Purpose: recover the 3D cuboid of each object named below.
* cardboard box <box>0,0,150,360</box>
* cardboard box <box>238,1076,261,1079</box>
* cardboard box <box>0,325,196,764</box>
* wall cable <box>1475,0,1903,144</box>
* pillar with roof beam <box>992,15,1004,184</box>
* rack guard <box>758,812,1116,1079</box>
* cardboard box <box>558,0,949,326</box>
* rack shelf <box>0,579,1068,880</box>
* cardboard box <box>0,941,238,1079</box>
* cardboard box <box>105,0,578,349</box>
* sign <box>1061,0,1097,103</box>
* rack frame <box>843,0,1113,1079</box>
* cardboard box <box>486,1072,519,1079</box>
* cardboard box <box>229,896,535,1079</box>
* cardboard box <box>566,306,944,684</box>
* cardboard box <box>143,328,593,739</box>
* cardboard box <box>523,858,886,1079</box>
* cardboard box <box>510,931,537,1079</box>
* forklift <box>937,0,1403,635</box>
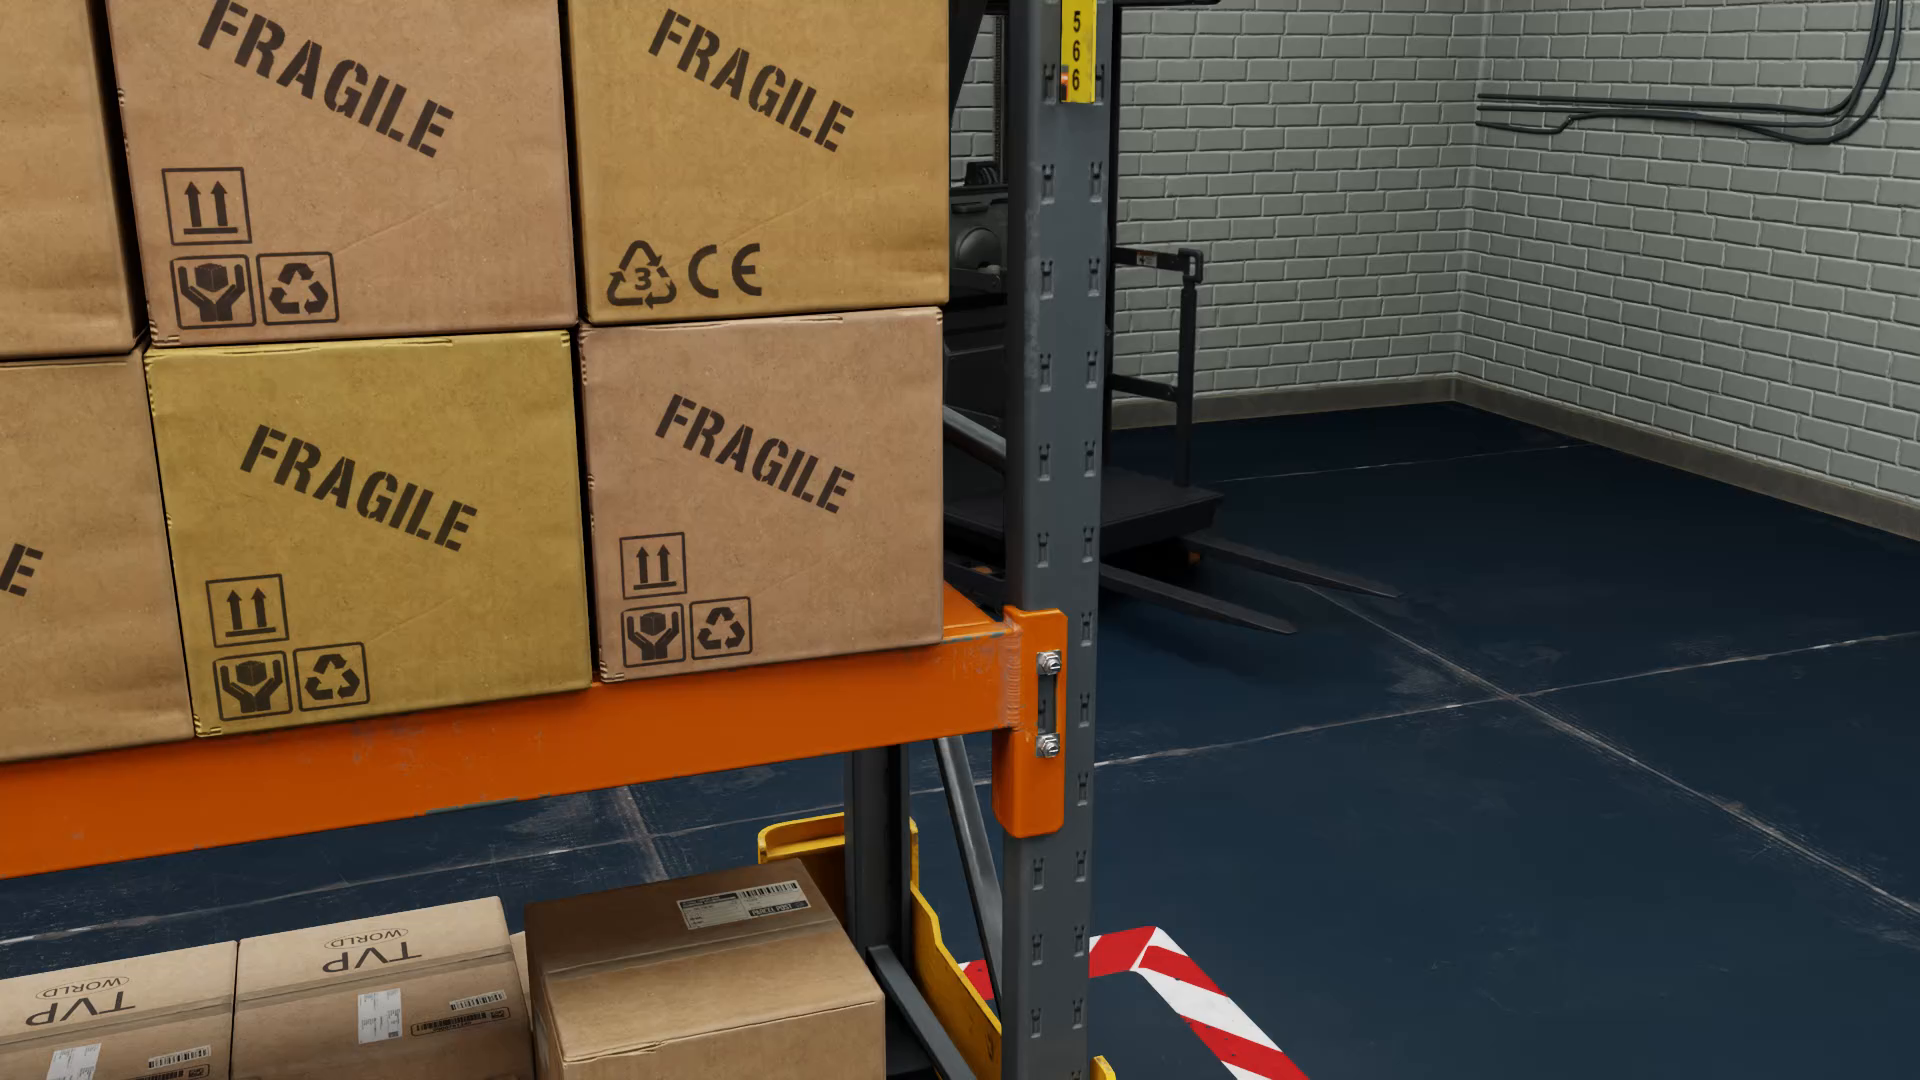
[{"bbox_3d":[-1.291,-0.502,2.032,0.500,0.500,0.500,-6,17,-19],"label":"cardboard box"},{"bbox_3d":[-1.337,1.120,2.561,0.500,0.250,0.500,-6,17,-20],"label":"cardboard box"},{"bbox_3d":[-1.291,-0.025,2.183,0.500,0.500,0.500,-6,17,-20],"label":"cardboard box"},{"bbox_3d":[3.614,-3.364,8.593,0.112,2.526,3.097,-6,17,-20],"label":"wall cable"},{"bbox_3d":[1.957,-3.745,4.379,0.400,9.000,9.100,-6,17,-20],"label":"pillar with roof beam"},{"bbox_3d":[-0.090,1.011,3.269,0.348,0.500,1.175,-6,17,-20],"label":"rack guard"},{"bbox_3d":[-0.337,-0.607,2.388,0.500,0.500,0.500,-6,18,-21],"label":"cardboard box"},{"bbox_3d":[-1.887,0.351,2.357,4.000,0.370,1.077,-6,17,-20],"label":"rack shelf"},{"bbox_3d":[-1.562,0.993,2.992,0.500,0.250,0.500,-6,17,-20],"label":"cardboard box"},{"bbox_3d":[-0.808,-0.556,2.214,0.500,0.500,0.500,-6,17,-19],"label":"cardboard box"},{"bbox_3d":[0.160,-0.755,2.231,0.005,0.325,0.100,-6,17,-20],"label":"sign"},{"bbox_3d":[-0.019,-0.196,2.943,0.127,3.000,1.000,-6,17,-20],"label":"rack frame"},{"bbox_3d":[-0.849,1.089,2.814,0.250,0.166,0.380,-6,17,-20],"label":"cardboard box"},{"bbox_3d":[-1.096,0.943,3.164,0.500,0.250,0.500,-6,17,-20],"label":"cardboard box"},{"bbox_3d":[-0.340,-0.127,2.531,0.500,0.500,0.500,-6,17,-18],"label":"cardboard box"},{"bbox_3d":[-0.823,-0.074,2.350,0.500,0.500,0.500,-6,17,-20],"label":"cardboard box"},{"bbox_3d":[-0.439,0.912,2.825,0.500,0.500,0.500,-6,17,-20],"label":"cardboard box"},{"bbox_3d":[-0.767,0.929,3.358,0.250,0.166,0.380,-6,17,-20],"label":"cardboard box"},{"bbox_3d":[0.398,-1.255,6.671,1.130,2.935,3.031,-14,21,-39],"label":"forklift"}]
